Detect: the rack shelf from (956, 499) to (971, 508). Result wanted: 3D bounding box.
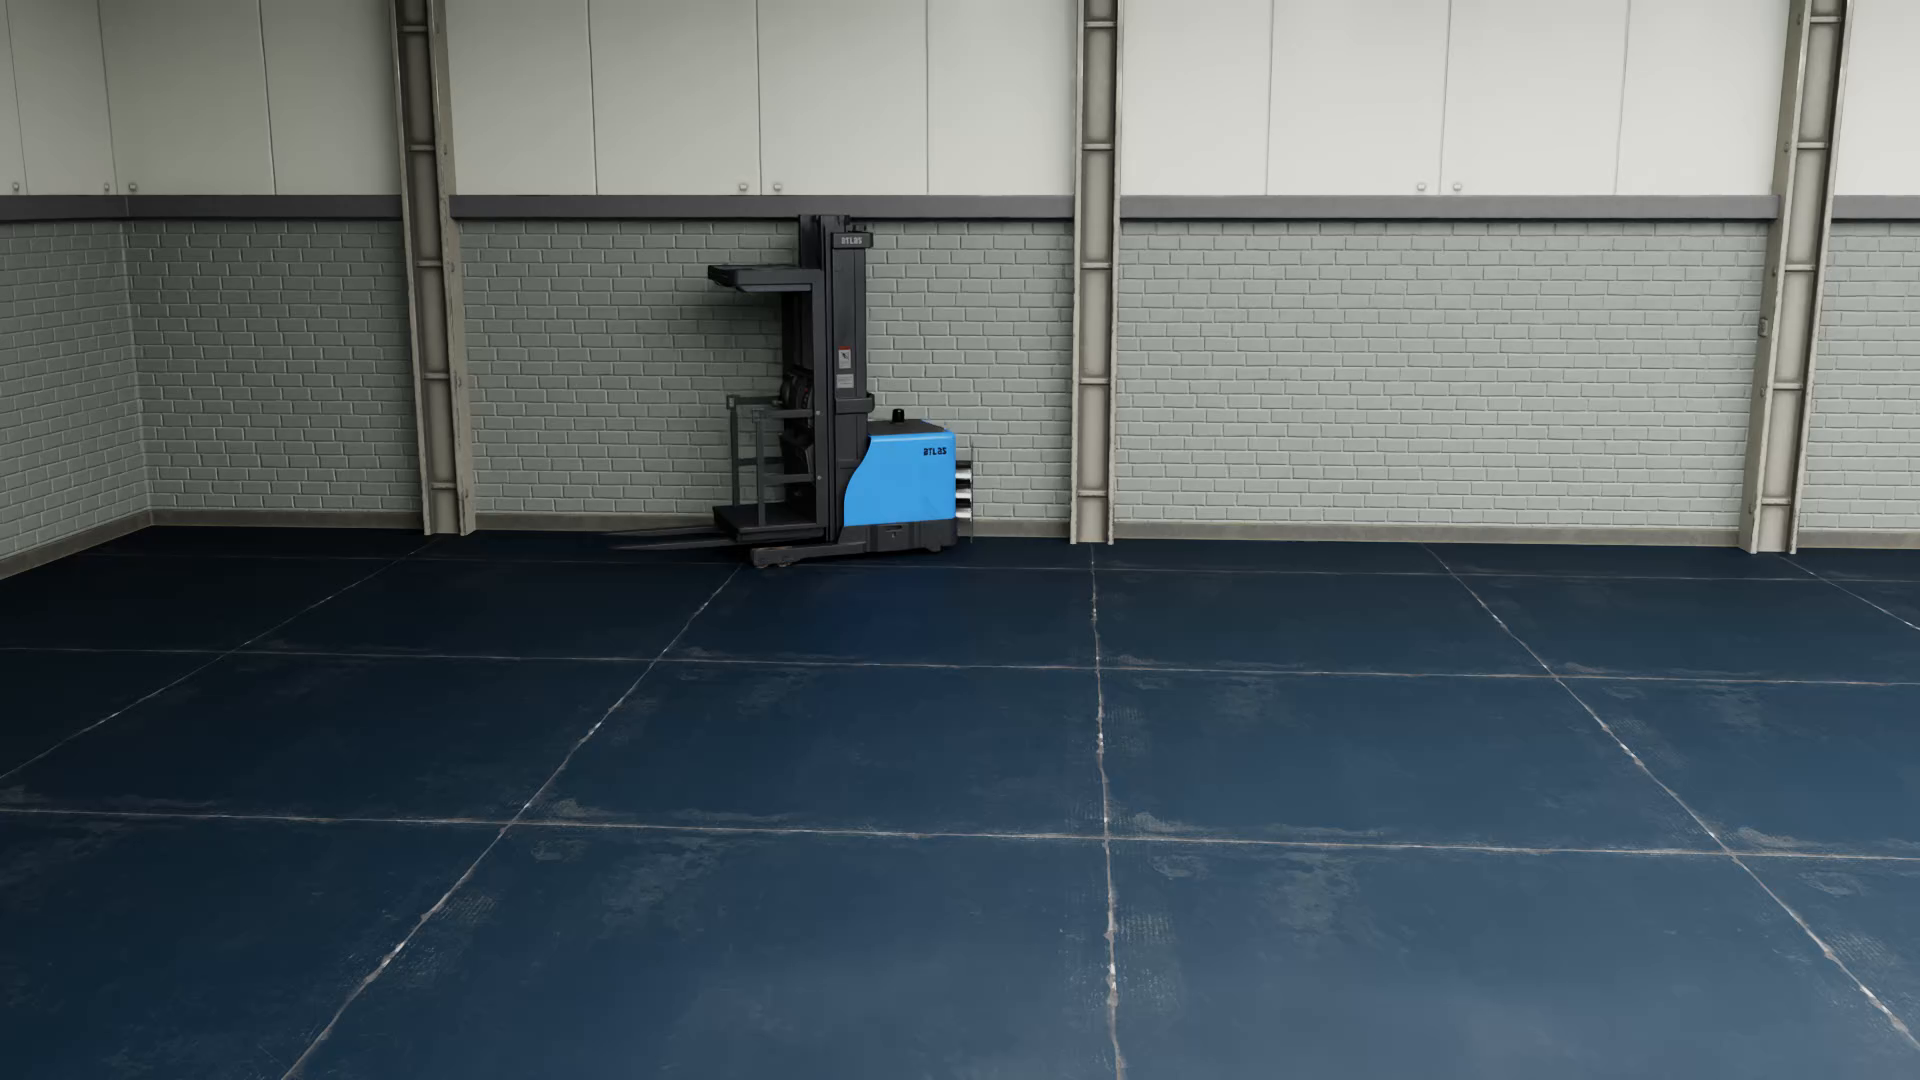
[{"bbox_3d":[0.008,-0.320,15.183,0.200,0.077,0.258,1,12,4],"label":"rack shelf"}]

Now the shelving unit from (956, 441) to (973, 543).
[{"bbox_3d":[0.008,-0.440,15.157,0.210,0.900,0.258,1,12,4],"label":"shelving unit"}]

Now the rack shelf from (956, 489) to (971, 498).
[{"bbox_3d":[0.008,-0.408,15.164,0.200,0.077,0.258,1,12,4],"label":"rack shelf"}]

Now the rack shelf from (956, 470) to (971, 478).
[{"bbox_3d":[0.008,-0.584,15.127,0.200,0.077,0.258,1,12,4],"label":"rack shelf"}]

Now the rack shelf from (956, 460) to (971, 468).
[{"bbox_3d":[0.008,-0.672,15.109,0.200,0.077,0.258,1,12,4],"label":"rack shelf"}]

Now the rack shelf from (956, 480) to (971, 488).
[{"bbox_3d":[0.008,-0.496,15.146,0.200,0.077,0.258,1,12,4],"label":"rack shelf"}]

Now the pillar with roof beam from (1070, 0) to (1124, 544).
[{"bbox_3d":[0.916,-3.520,10.097,0.400,9.000,9.100,1,12,4],"label":"pillar with roof beam"}]

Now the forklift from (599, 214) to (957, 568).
[{"bbox_3d":[-1.598,-1.316,14.382,3.031,2.935,1.130,-4,13,-20],"label":"forklift"}]

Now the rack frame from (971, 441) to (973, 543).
[{"bbox_3d":[0.110,-0.439,15.151,0.006,0.900,0.240,1,12,4],"label":"rack frame"}]

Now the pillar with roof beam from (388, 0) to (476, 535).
[{"bbox_3d":[-5.070,-3.602,10.490,0.400,9.000,9.100,1,12,4],"label":"pillar with roof beam"}]

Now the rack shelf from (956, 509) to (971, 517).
[{"bbox_3d":[0.008,-0.232,15.201,0.200,0.077,0.258,1,12,4],"label":"rack shelf"}]

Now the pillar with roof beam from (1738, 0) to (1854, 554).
[{"bbox_3d":[6.903,-3.437,9.705,0.400,9.000,9.100,1,12,4],"label":"pillar with roof beam"}]
